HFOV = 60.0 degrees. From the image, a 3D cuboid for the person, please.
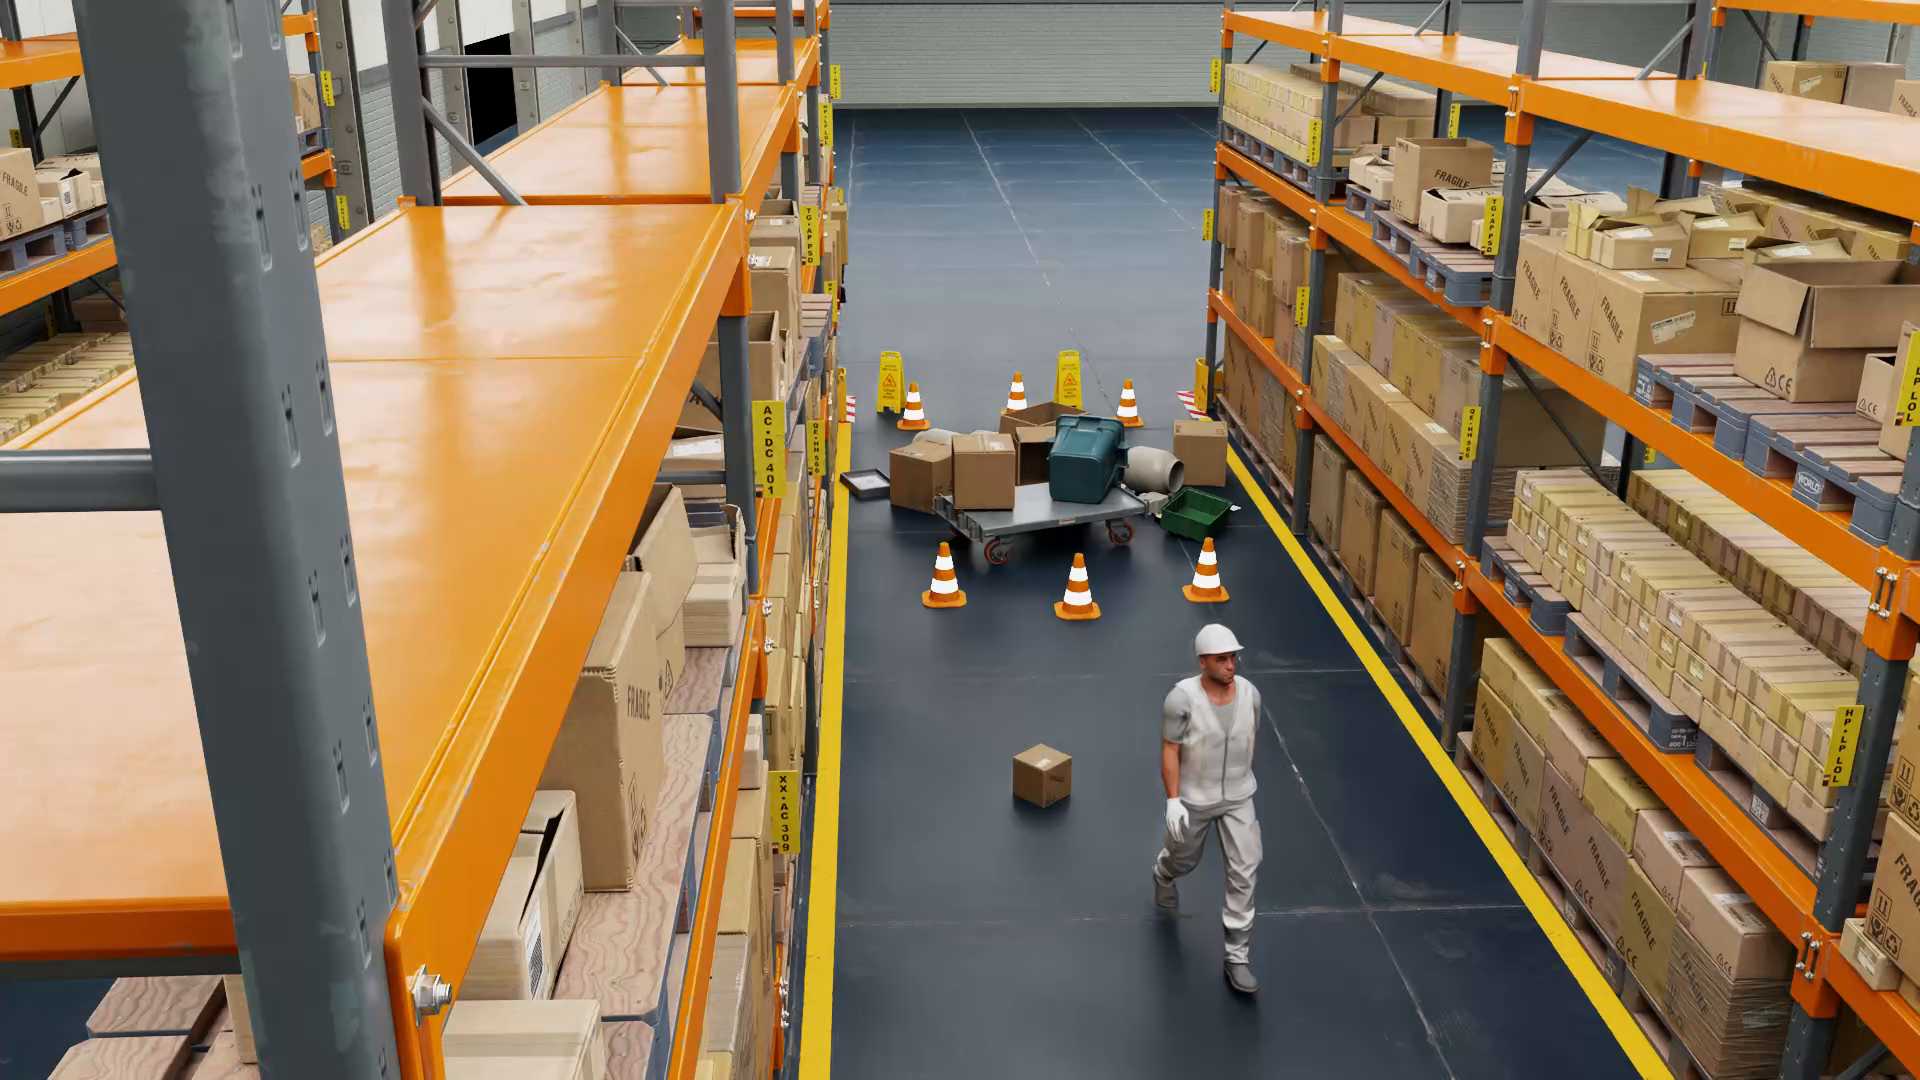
[{"bbox_3d":[1.224,1.245,8.150,0.536,1.751,0.993,-4,21,-10],"label":"person"}]
